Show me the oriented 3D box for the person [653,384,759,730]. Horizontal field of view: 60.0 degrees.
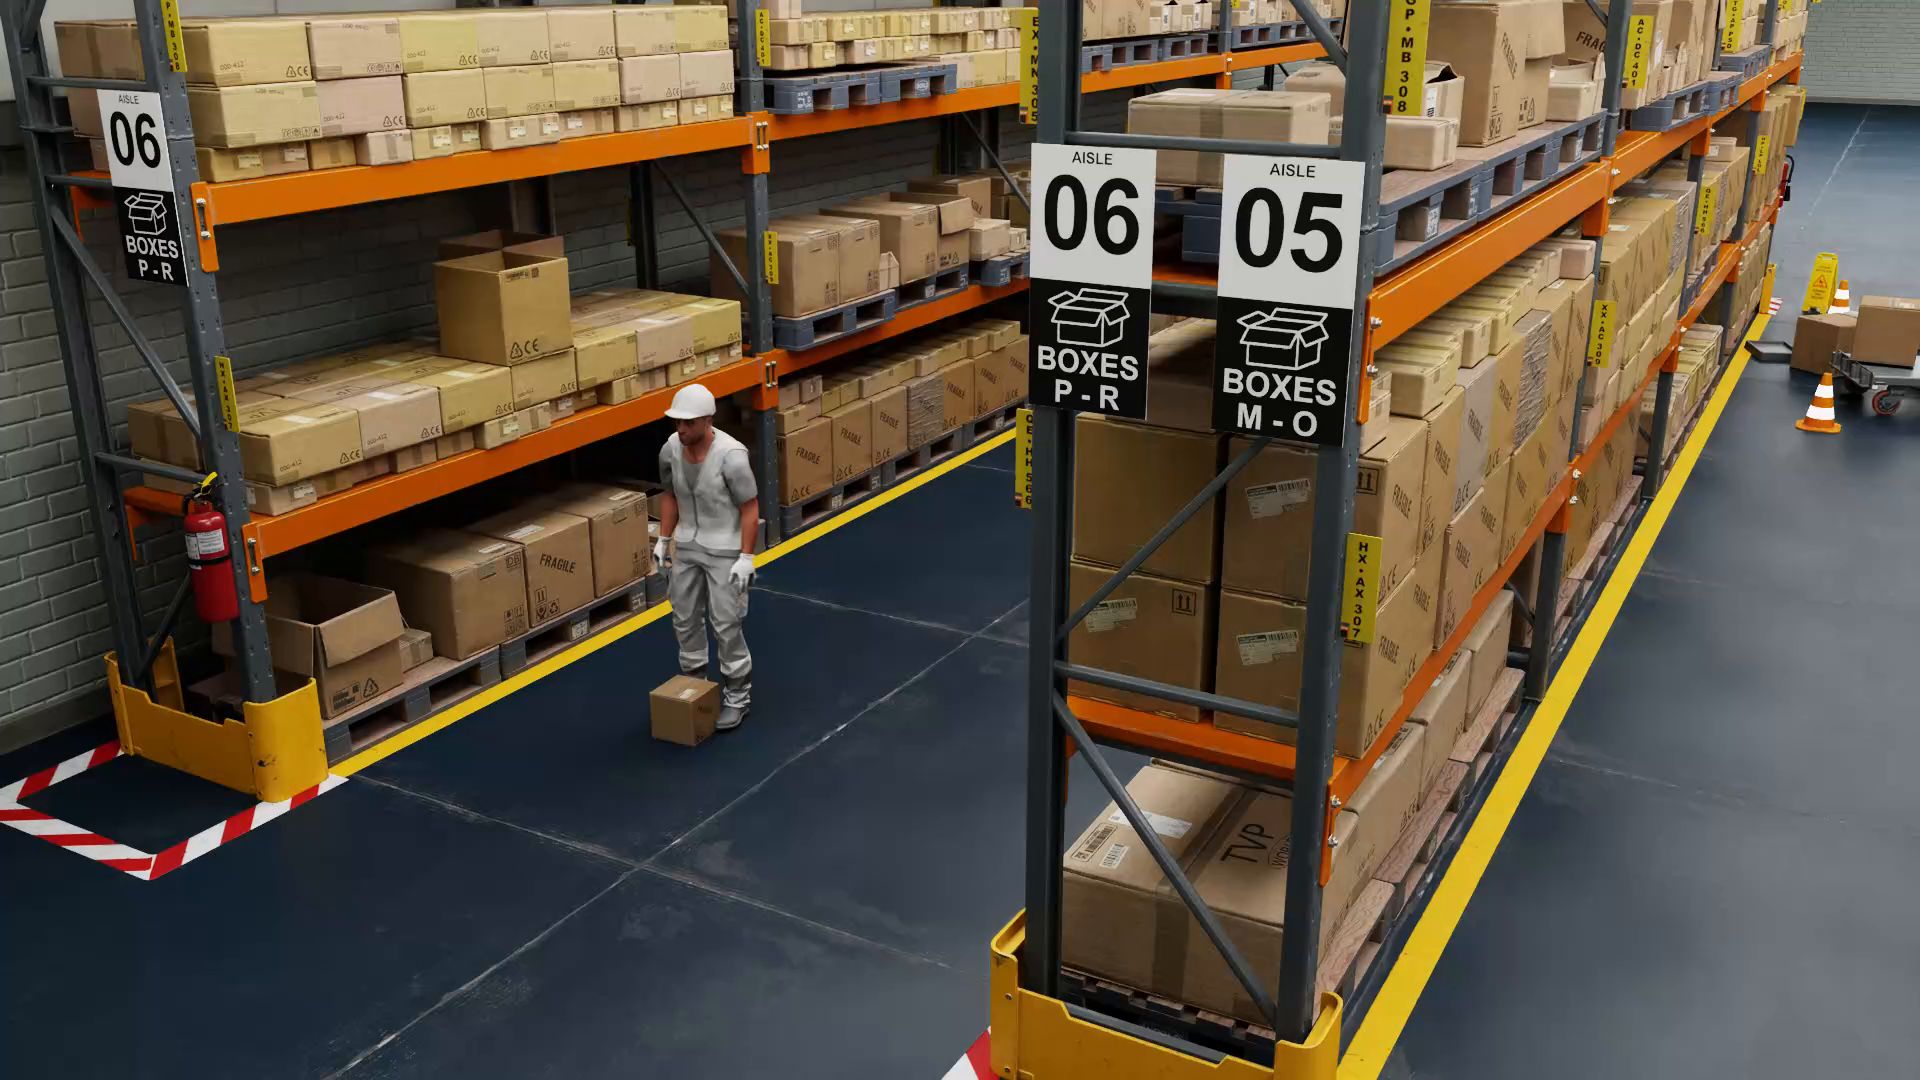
[{"bbox_3d":[-1.275,0.075,8.329,0.607,1.779,0.451,10,22,27],"label":"person"}]
